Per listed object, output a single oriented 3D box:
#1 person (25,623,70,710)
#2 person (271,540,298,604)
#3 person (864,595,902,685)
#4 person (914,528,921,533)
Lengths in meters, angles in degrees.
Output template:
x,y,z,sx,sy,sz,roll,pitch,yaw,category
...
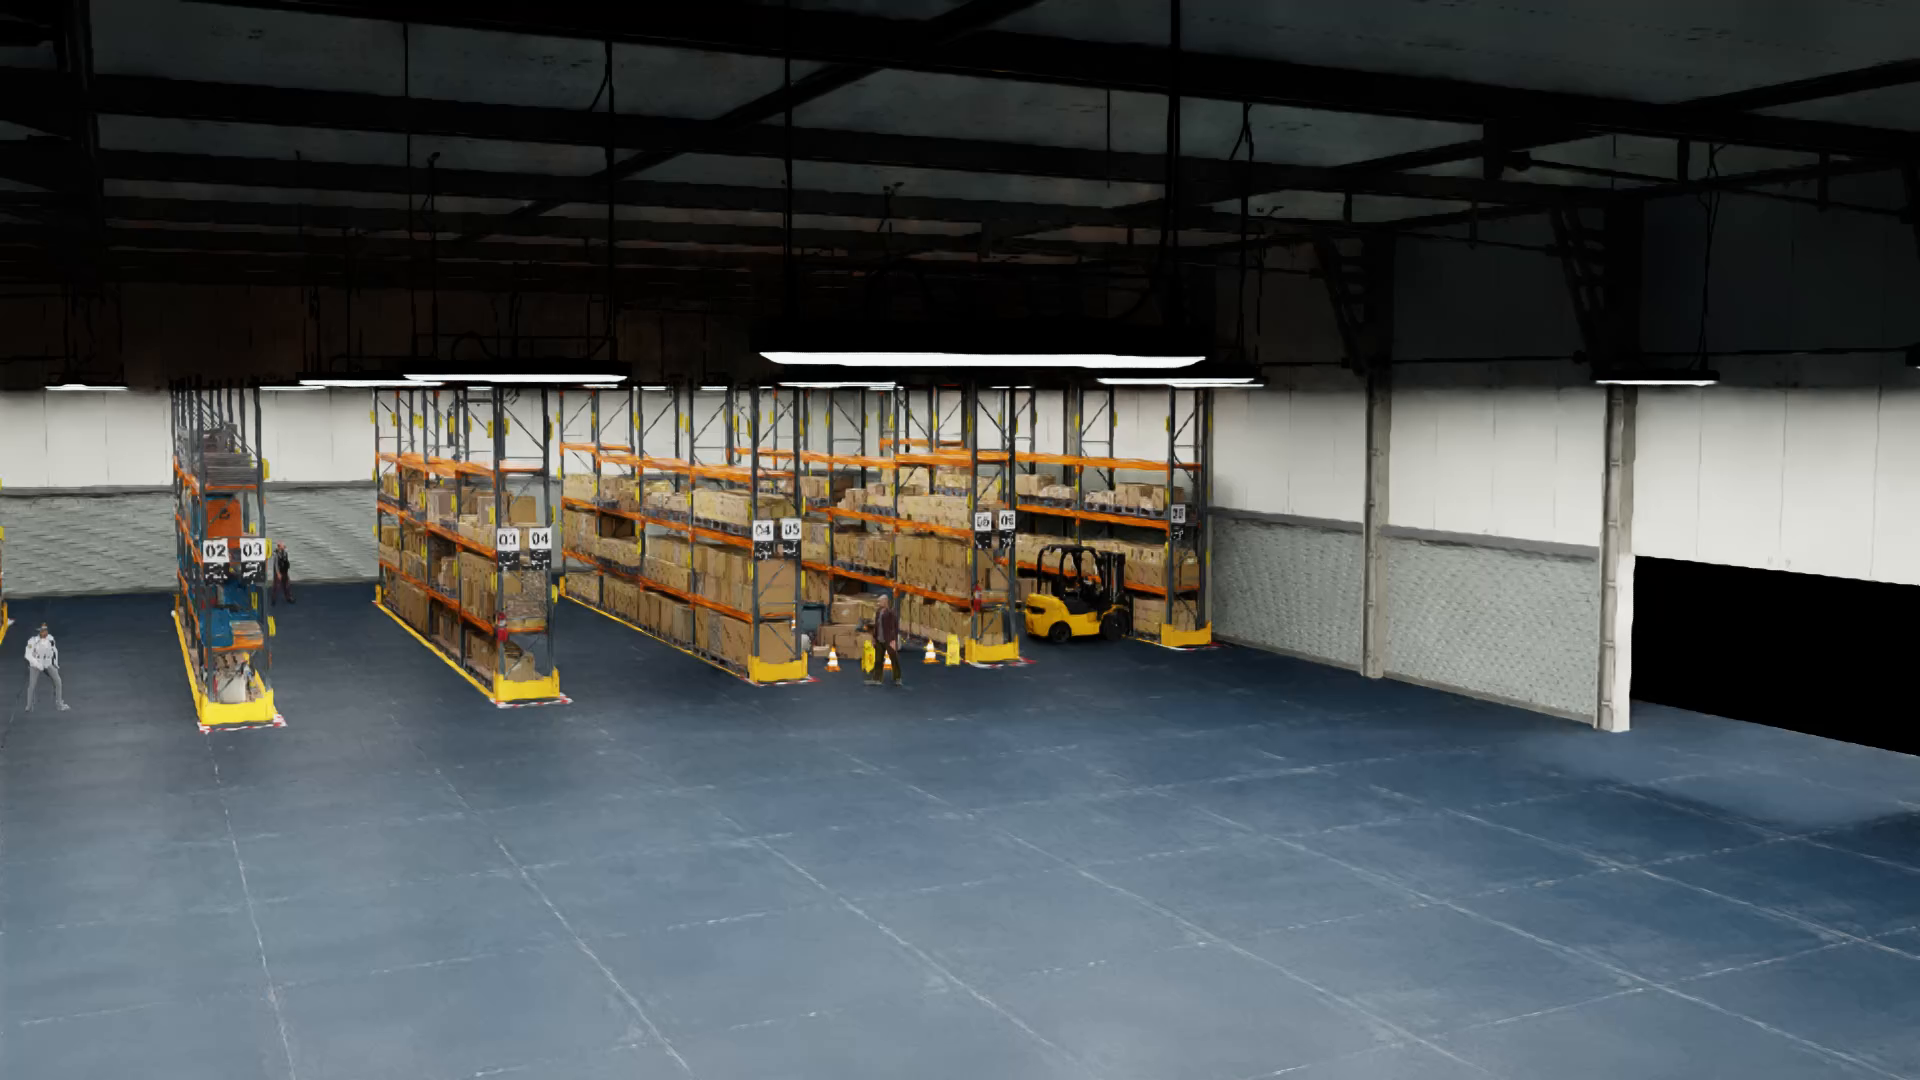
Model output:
x,y,z,sx,sy,sz,roll,pitch,yaw,category
-16.465,2.256,29.852,0.798,1.610,0.634,5,7,45,person
-18.335,0.857,44.963,0.529,1.713,0.718,1,5,6,person
-1.480,1.951,32.461,0.697,1.774,0.682,4,7,41,person
-1.214,0.411,46.926,0.605,1.710,0.667,-1,5,-10,person
